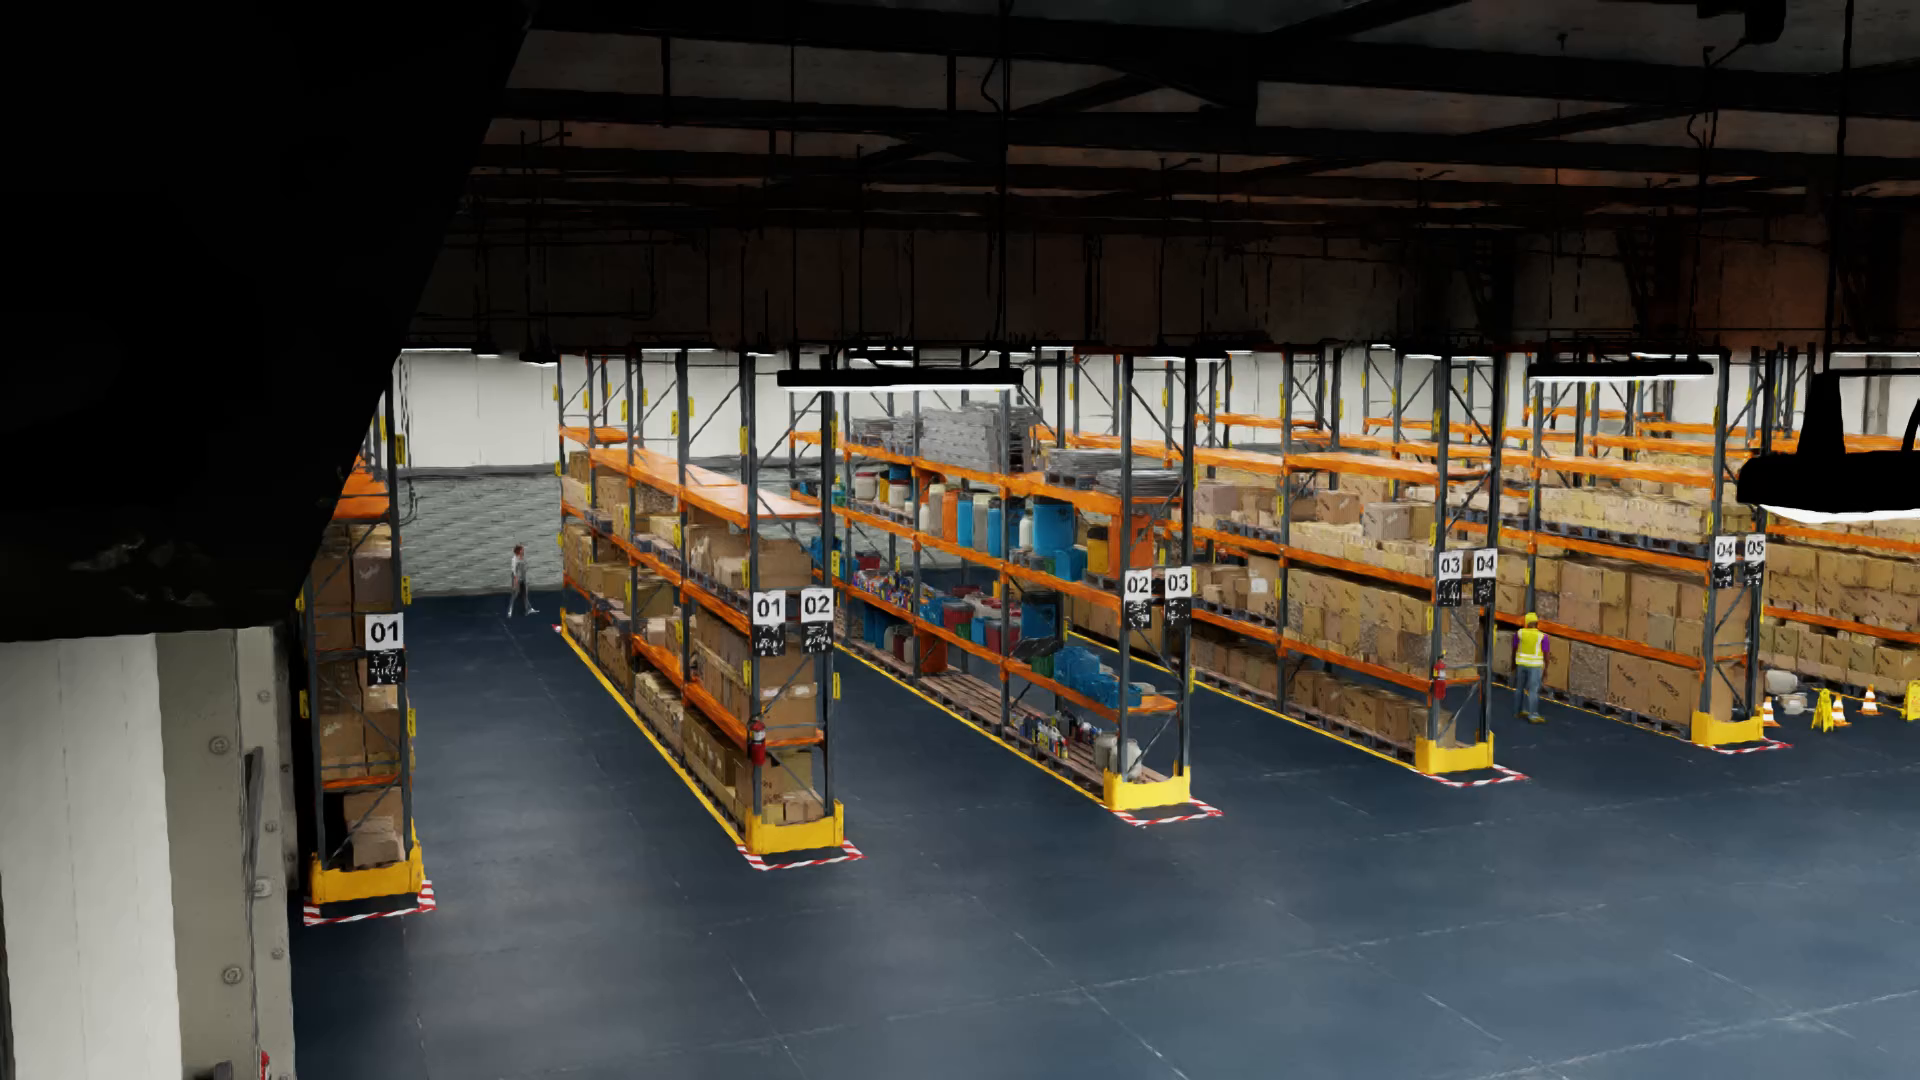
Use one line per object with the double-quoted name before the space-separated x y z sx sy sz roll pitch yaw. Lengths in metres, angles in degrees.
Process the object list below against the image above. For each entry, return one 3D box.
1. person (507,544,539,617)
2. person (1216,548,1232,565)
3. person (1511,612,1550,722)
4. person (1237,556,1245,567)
"person" -9.704 0.875 36.697 0.531 1.588 0.639 2 8 16
"person" 5.581 0.989 35.583 0.543 1.649 1.119 -3 8 -23
"person" 9.230 2.027 26.903 0.632 1.768 0.448 6 9 37
"person" 7.248 0.154 41.777 0.791 1.773 0.579 6 9 40
